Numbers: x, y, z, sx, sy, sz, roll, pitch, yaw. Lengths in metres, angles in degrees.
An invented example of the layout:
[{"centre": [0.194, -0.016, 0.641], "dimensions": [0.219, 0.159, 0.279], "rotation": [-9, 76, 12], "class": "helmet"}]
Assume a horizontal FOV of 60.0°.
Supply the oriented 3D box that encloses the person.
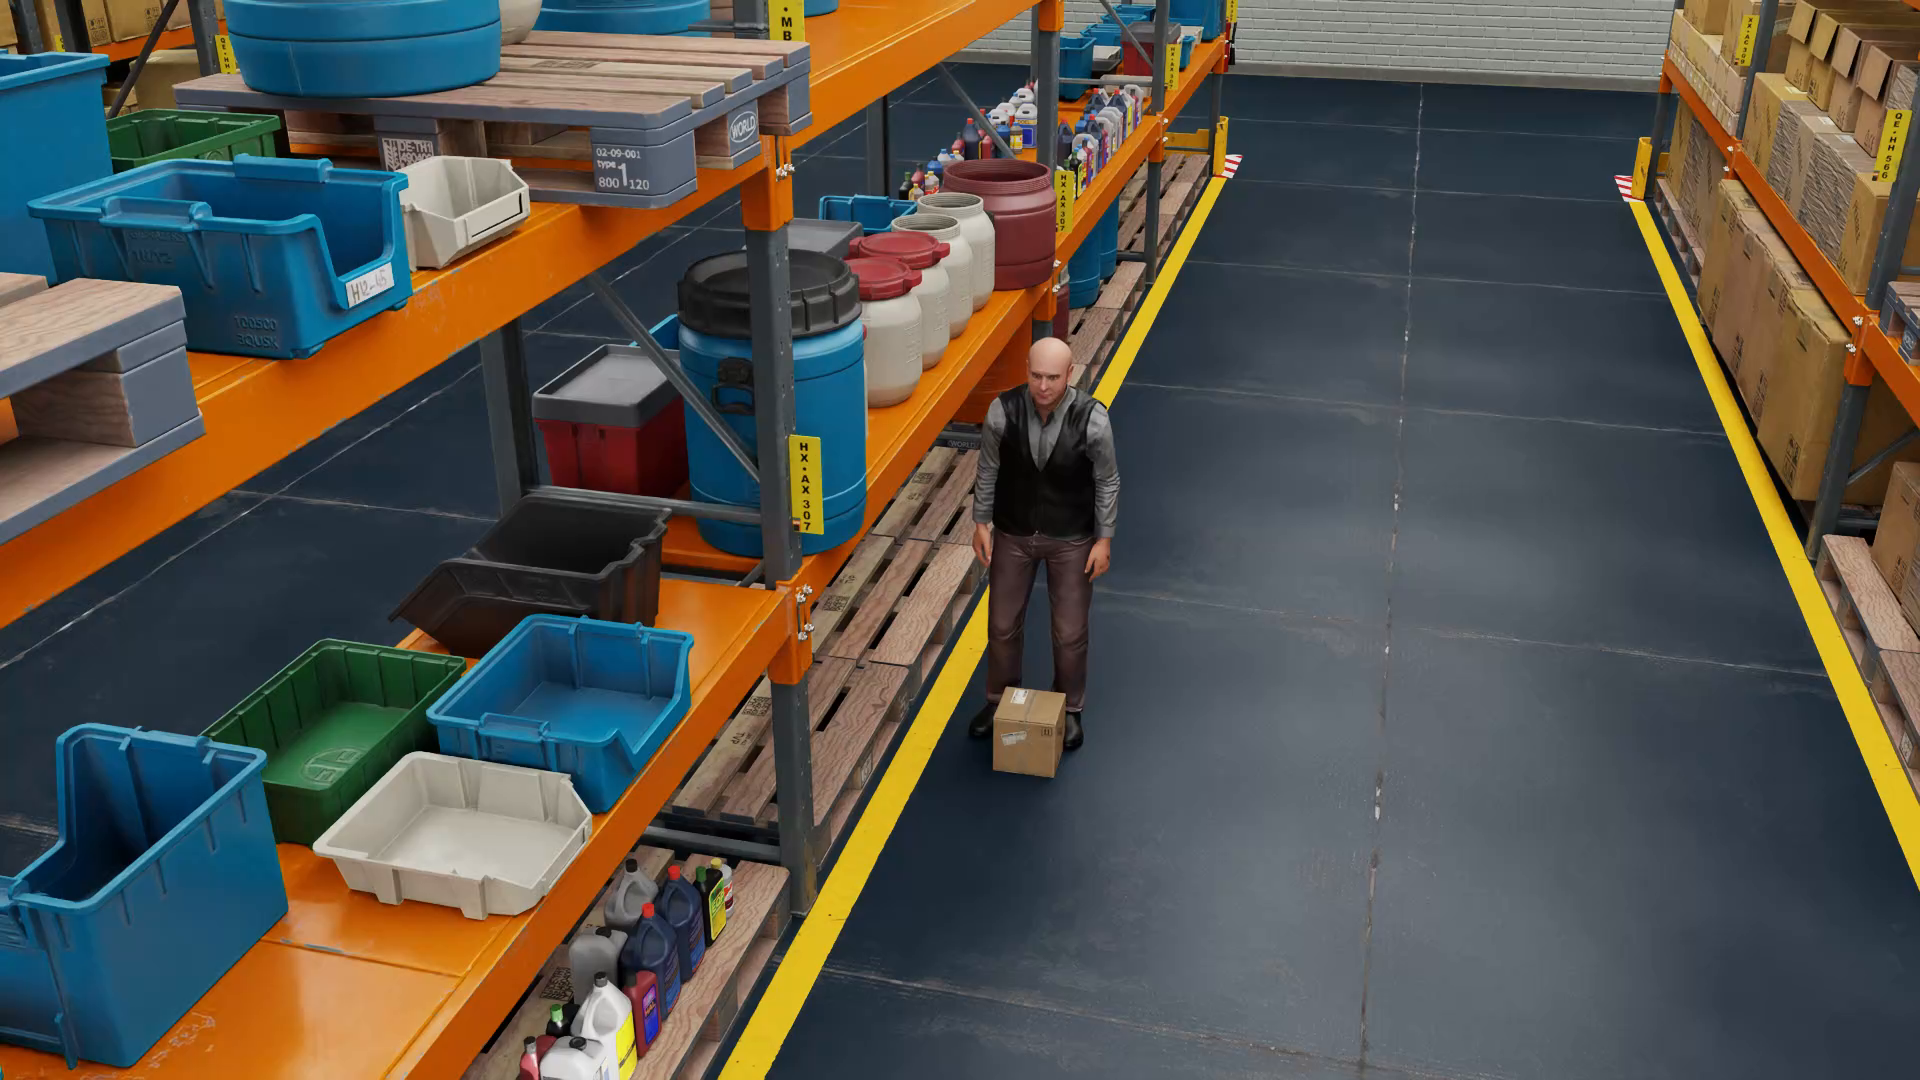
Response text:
[{"centre": [0.337, -0.008, 6.655], "dimensions": [0.580, 1.720, 0.421], "rotation": [6, 26, 13], "class": "person"}]
